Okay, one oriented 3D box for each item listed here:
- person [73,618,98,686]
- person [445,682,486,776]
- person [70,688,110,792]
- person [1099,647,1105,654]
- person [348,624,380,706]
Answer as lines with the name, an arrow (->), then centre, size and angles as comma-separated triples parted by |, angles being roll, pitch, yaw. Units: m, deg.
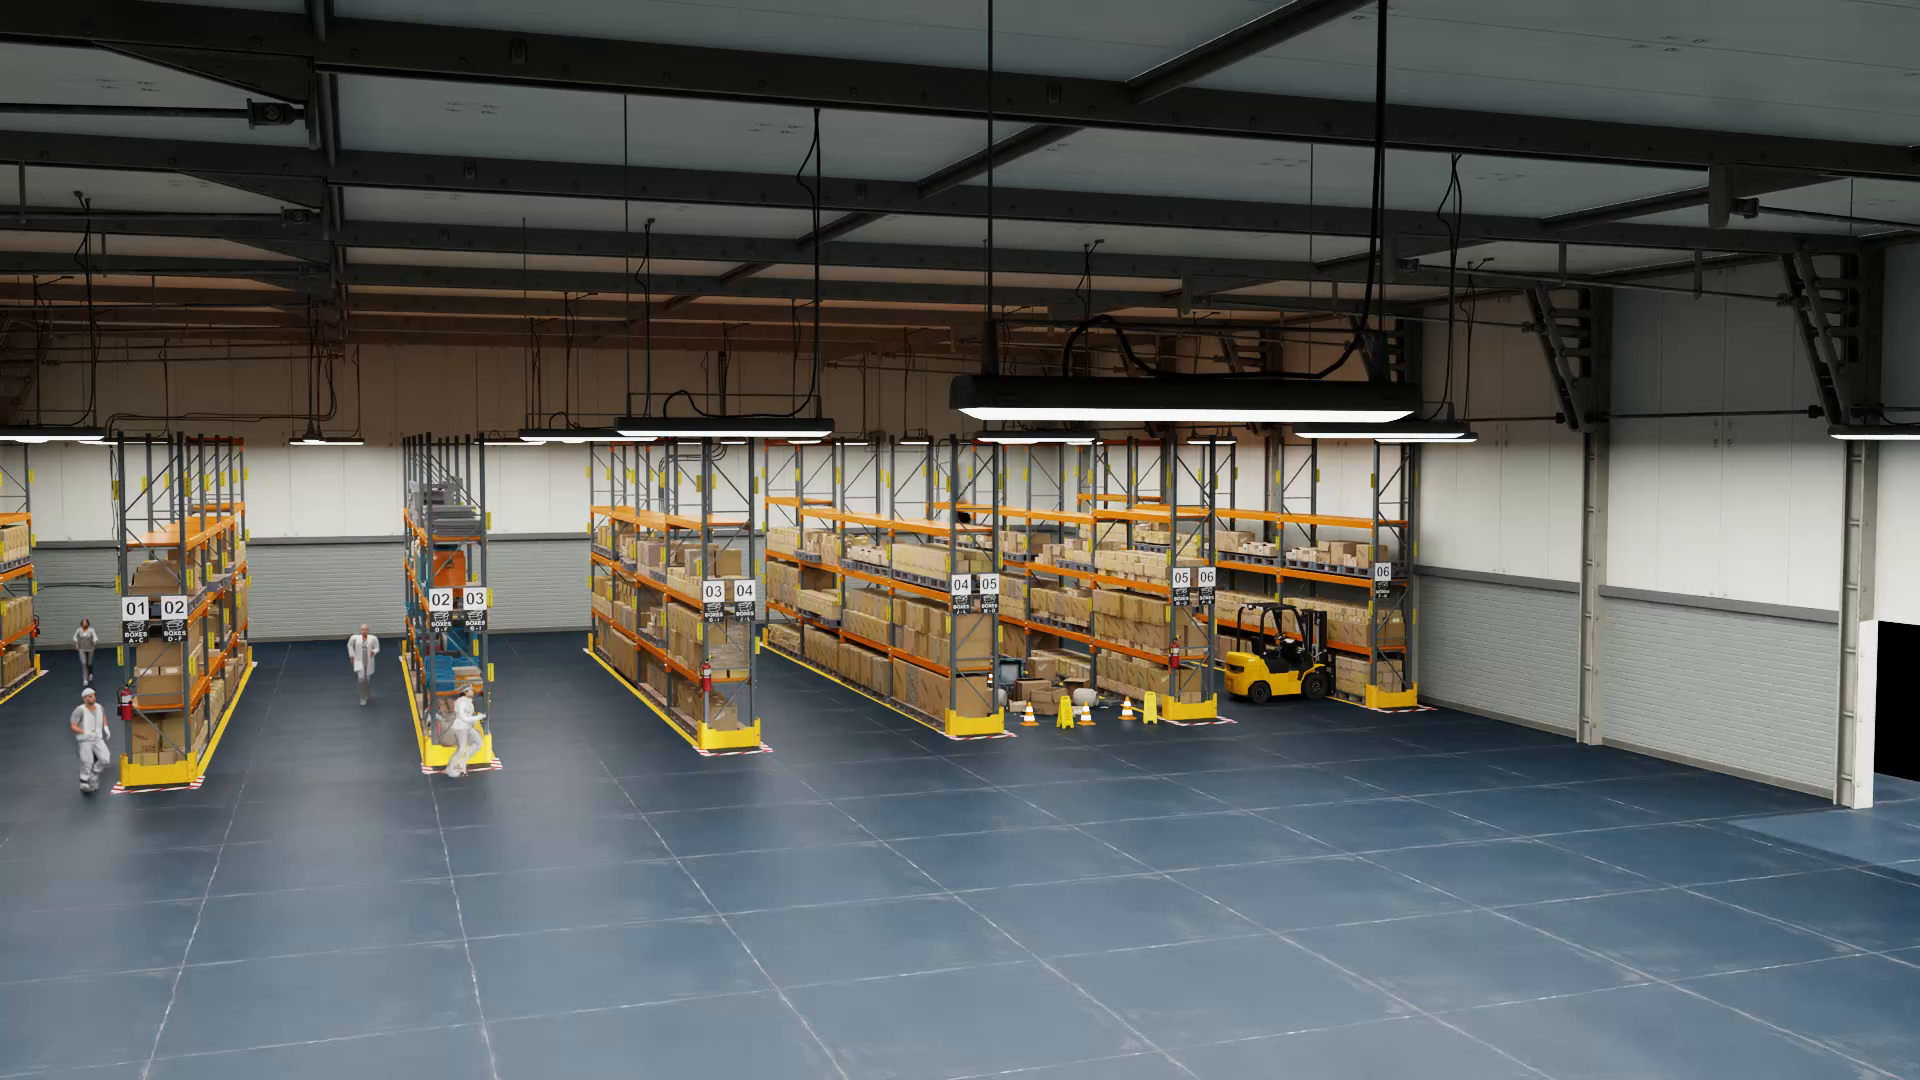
person -> -21.118, 2.686, 40.175 | 0.540, 1.596, 0.793 | -1, 3, -25
person -> -8.591, 3.279, 28.870 | 0.734, 1.642, 0.648 | 0, 3, -4
person -> -14.306, 3.308, 27.463 | 0.610, 1.740, 0.701 | 2, 4, 30
person -> 3.873, 2.425, 43.599 | 0.695, 1.776, 0.986 | -1, 3, -23
person -> -13.331, 2.795, 37.222 | 0.636, 1.837, 0.956 | -2, 4, -29
